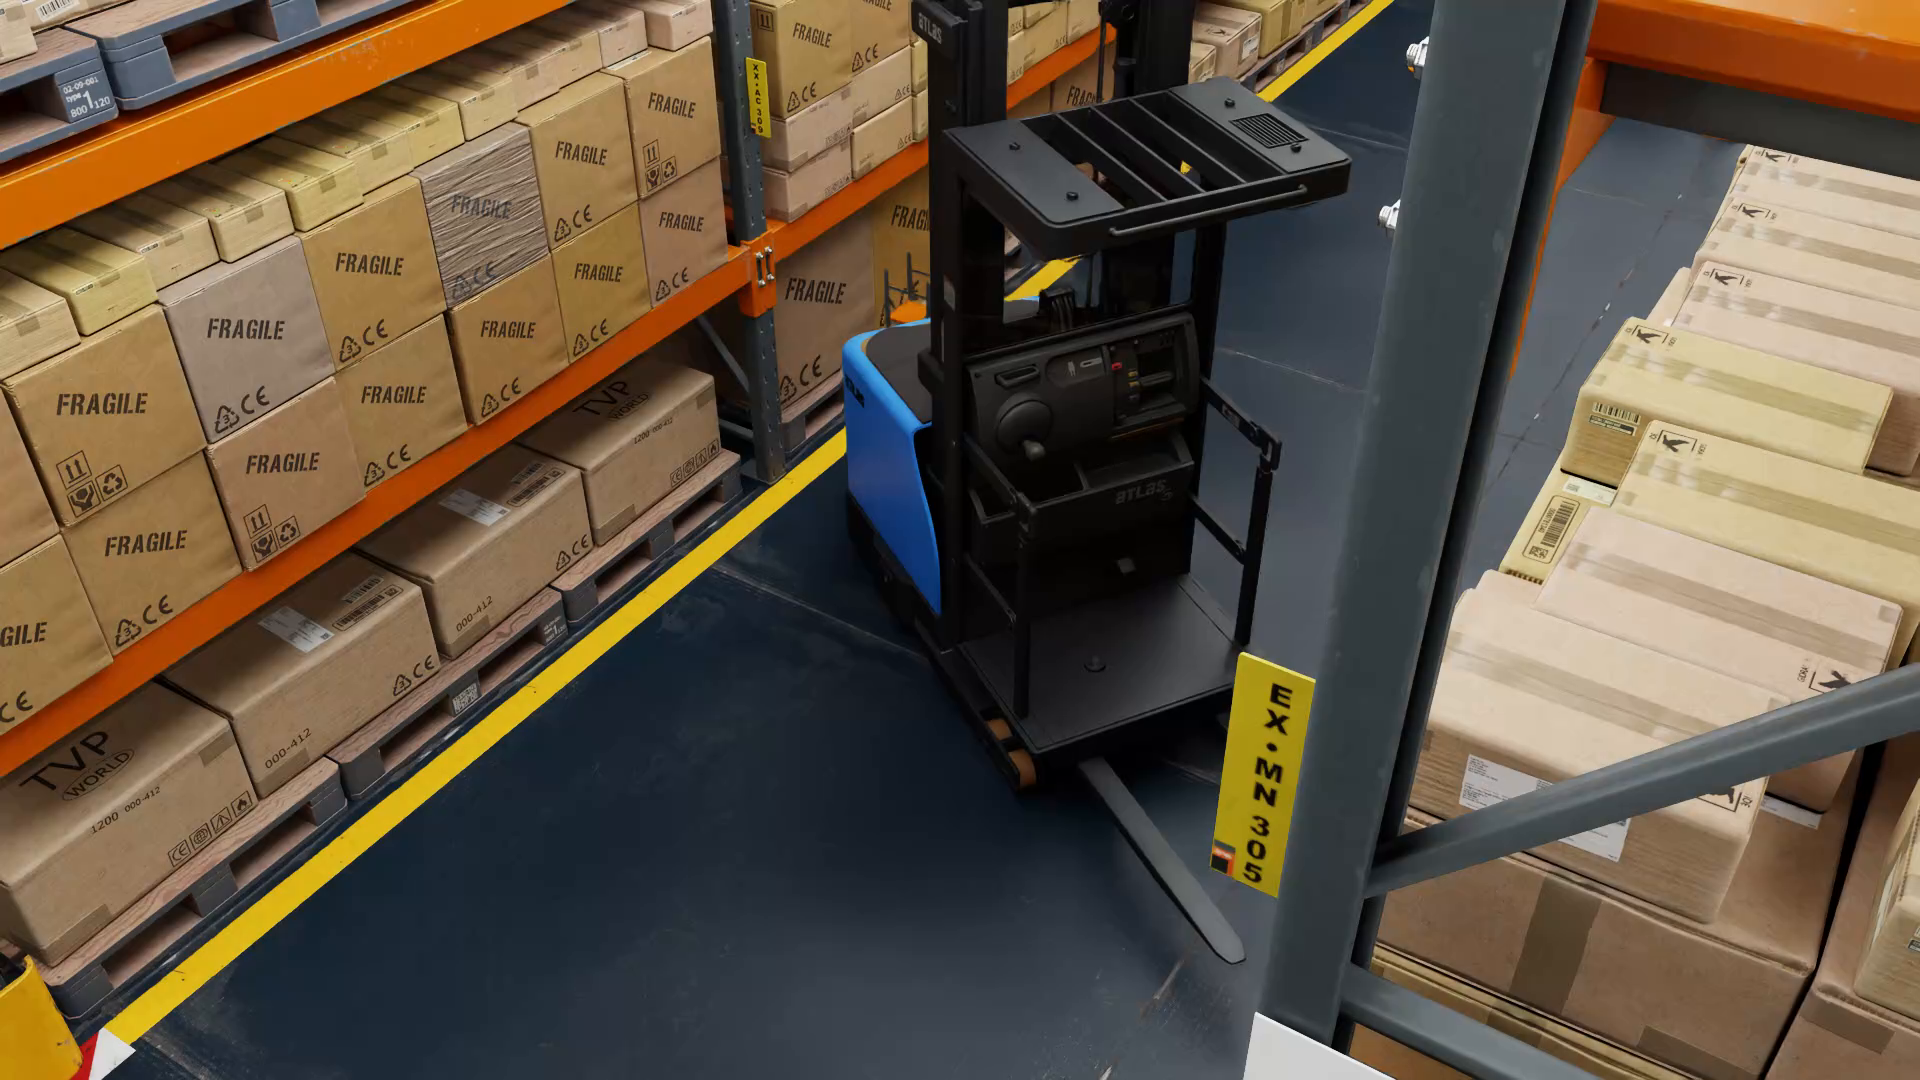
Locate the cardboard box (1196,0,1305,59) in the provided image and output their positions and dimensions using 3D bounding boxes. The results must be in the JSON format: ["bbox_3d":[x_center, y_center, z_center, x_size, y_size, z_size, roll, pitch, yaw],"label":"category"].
[{"bbox_3d":[1.948,-3.887,12.144,0.950,0.372,0.625,23,43,27],"label":"cardboard box"}]

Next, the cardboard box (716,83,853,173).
[{"bbox_3d":[-0.832,-1.912,7.487,0.500,0.250,0.500,20,42,24],"label":"cardboard box"}]

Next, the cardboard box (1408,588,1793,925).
[{"bbox_3d":[0.715,0.238,1.914,0.380,0.149,0.250,21,42,25],"label":"cardboard box"}]

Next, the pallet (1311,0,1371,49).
[{"bbox_3d":[2.565,-4.257,13.100,1.003,0.211,1.213,21,42,25],"label":"pallet"}]

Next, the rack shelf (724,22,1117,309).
[{"bbox_3d":[-0.234,-2.385,8.977,1.077,0.370,4.000,21,42,25],"label":"rack shelf"}]

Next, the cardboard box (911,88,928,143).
[{"bbox_3d":[-0.283,-2.247,8.330,0.500,0.250,0.500,21,42,25],"label":"cardboard box"}]

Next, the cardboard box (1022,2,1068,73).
[{"bbox_3d":[0.242,-2.773,9.014,0.500,0.250,0.500,21,42,25],"label":"cardboard box"}]

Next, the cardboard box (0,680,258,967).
[{"bbox_3d":[-3.179,0.898,5.882,0.875,0.438,0.875,20,42,24],"label":"cardboard box"}]

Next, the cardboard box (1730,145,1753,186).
[{"bbox_3d":[1.916,-0.719,3.482,0.500,0.250,0.500,22,43,26],"label":"cardboard box"}]

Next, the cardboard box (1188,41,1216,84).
[{"bbox_3d":[1.149,-3.115,11.142,0.950,0.372,0.625,18,41,22],"label":"cardboard box"}]

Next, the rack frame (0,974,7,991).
[{"bbox_3d":[-3.448,0.423,4.745,1.000,3.000,0.127,21,42,25],"label":"rack frame"}]

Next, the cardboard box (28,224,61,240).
[{"bbox_3d":[-2.873,-1.047,5.220,0.380,0.149,0.250,21,42,25],"label":"cardboard box"}]

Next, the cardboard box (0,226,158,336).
[{"bbox_3d":[-2.582,-0.759,4.845,0.380,0.149,0.250,20,42,24],"label":"cardboard box"}]

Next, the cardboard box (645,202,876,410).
[{"bbox_3d":[-1.041,-1.310,8.389,0.875,0.875,0.875,23,43,26],"label":"cardboard box"}]

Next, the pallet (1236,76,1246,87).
[{"bbox_3d":[1.258,-2.999,11.468,1.003,0.211,1.213,21,42,25],"label":"pallet"}]

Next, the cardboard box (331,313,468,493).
[{"bbox_3d":[-2.159,-0.560,5.938,0.500,0.500,0.500,23,43,27],"label":"cardboard box"}]

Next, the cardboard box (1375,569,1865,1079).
[{"bbox_3d":[0.817,0.343,2.105,0.500,0.250,0.500,20,42,24],"label":"cardboard box"}]

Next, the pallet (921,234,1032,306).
[{"bbox_3d":[-0.303,-1.589,9.638,1.003,0.211,1.213,21,42,25],"label":"pallet"}]

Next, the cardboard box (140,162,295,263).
[{"bbox_3d":[-2.317,-1.026,5.192,0.380,0.149,0.250,22,43,26],"label":"cardboard box"}]

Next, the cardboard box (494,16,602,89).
[{"bbox_3d":[-1.576,-1.843,6.252,0.380,0.149,0.250,21,42,25],"label":"cardboard box"}]

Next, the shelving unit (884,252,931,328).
[{"bbox_3d":[-0.183,-0.728,7.712,0.258,1.200,0.189,21,42,25],"label":"shelving unit"}]

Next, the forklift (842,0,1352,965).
[{"bbox_3d":[0.563,-0.490,5.985,1.130,2.935,3.031,-16,40,-20],"label":"forklift"}]

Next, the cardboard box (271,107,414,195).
[{"bbox_3d":[-2.059,-1.299,5.546,0.380,0.149,0.250,21,42,25],"label":"cardboard box"}]

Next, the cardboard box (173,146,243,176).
[{"bbox_3d":[-2.631,-1.325,5.580,0.380,0.149,0.250,23,43,26],"label":"cardboard box"}]

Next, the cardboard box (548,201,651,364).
[{"bbox_3d":[-1.609,-1.089,6.624,0.500,0.500,0.500,20,42,24],"label":"cardboard box"}]

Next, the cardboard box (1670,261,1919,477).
[{"bbox_3d":[1.304,-0.272,2.576,0.380,0.149,0.250,20,42,24],"label":"cardboard box"}]

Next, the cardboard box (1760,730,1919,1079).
[{"bbox_3d":[1.245,0.517,1.879,0.500,0.250,0.500,22,43,26],"label":"cardboard box"}]

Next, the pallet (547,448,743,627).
[{"bbox_3d":[-1.779,-0.168,7.796,1.003,0.211,1.213,21,42,25],"label":"pallet"}]

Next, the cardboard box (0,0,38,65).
[{"bbox_3d":[-2.671,-1.357,4.377,0.380,0.149,0.250,23,43,27],"label":"cardboard box"}]

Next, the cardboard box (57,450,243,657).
[{"bbox_3d":[-2.701,-0.040,5.263,0.500,0.500,0.500,21,42,25],"label":"cardboard box"}]

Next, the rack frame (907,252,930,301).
[{"bbox_3d":[-0.135,-0.775,7.773,0.240,1.200,0.006,21,42,25],"label":"rack frame"}]

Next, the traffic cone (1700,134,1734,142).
[{"bbox_3d":[5.221,-2.994,11.255,0.336,0.463,0.334,21,42,25],"label":"traffic cone"}]

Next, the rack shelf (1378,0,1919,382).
[{"bbox_3d":[1.857,-1.131,2.438,1.077,0.370,4.000,21,42,25],"label":"rack shelf"}]

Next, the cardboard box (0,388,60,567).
[{"bbox_3d":[-2.951,-0.167,4.609,0.500,0.500,0.500,20,42,24],"label":"cardboard box"}]

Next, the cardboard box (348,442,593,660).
[{"bbox_3d":[-2.211,-0.041,7.100,0.875,0.438,0.875,20,42,24],"label":"cardboard box"}]

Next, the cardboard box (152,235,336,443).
[{"bbox_3d":[-2.411,-0.704,5.305,0.500,0.500,0.500,21,42,25],"label":"cardboard box"}]

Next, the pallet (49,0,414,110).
[{"bbox_3d":[-2.407,-1.747,5.176,1.003,0.211,1.213,21,42,25],"label":"pallet"}]

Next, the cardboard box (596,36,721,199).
[{"bbox_3d":[-1.325,-1.741,6.651,0.500,0.500,0.500,21,42,25],"label":"cardboard box"}]

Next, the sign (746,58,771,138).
[{"bbox_3d":[-0.836,-1.833,6.897,0.100,0.325,0.005,21,42,25],"label":"sign"}]

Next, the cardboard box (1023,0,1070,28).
[{"bbox_3d":[0.264,-2.971,8.860,0.500,0.250,0.500,20,42,24],"label":"cardboard box"}]

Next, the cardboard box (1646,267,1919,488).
[{"bbox_3d":[1.367,-0.185,2.789,0.500,0.250,0.500,22,43,26],"label":"cardboard box"}]

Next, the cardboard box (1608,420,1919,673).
[{"bbox_3d":[1.067,0.010,2.210,0.380,0.149,0.250,20,42,24],"label":"cardboard box"}]

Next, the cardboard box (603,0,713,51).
[{"bbox_3d":[-1.202,-2.069,6.545,0.380,0.149,0.250,20,42,24],"label":"cardboard box"}]

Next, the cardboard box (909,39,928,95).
[{"bbox_3d":[-0.283,-2.442,8.174,0.500,0.250,0.500,22,43,26],"label":"cardboard box"}]

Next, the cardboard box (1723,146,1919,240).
[{"bbox_3d":[1.558,-0.548,2.934,0.380,0.149,0.250,20,42,24],"label":"cardboard box"}]

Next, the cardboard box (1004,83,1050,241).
[{"bbox_3d":[-0.084,-2.239,9.594,0.875,0.875,0.875,22,43,26],"label":"cardboard box"}]

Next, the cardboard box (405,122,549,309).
[{"bbox_3d":[-1.869,-1.217,5.971,0.500,0.500,0.500,22,43,26],"label":"cardboard box"}]

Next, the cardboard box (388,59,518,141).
[{"bbox_3d":[-1.801,-1.566,5.892,0.380,0.149,0.250,21,42,25],"label":"cardboard box"}]

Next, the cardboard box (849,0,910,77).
[{"bbox_3d":[-0.578,-2.479,7.608,0.500,0.500,0.500,21,42,25],"label":"cardboard box"}]

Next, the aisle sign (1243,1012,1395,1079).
[{"bbox_3d":[0.493,0.900,1.997,0.394,0.787,0.004,21,42,25],"label":"aisle sign"}]

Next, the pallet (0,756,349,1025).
[{"bbox_3d":[-3.086,1.089,6.164,1.003,0.211,1.213,21,42,25],"label":"pallet"}]

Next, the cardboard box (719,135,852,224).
[{"bbox_3d":[-0.847,-1.720,7.648,0.500,0.250,0.500,20,42,24],"label":"cardboard box"}]
